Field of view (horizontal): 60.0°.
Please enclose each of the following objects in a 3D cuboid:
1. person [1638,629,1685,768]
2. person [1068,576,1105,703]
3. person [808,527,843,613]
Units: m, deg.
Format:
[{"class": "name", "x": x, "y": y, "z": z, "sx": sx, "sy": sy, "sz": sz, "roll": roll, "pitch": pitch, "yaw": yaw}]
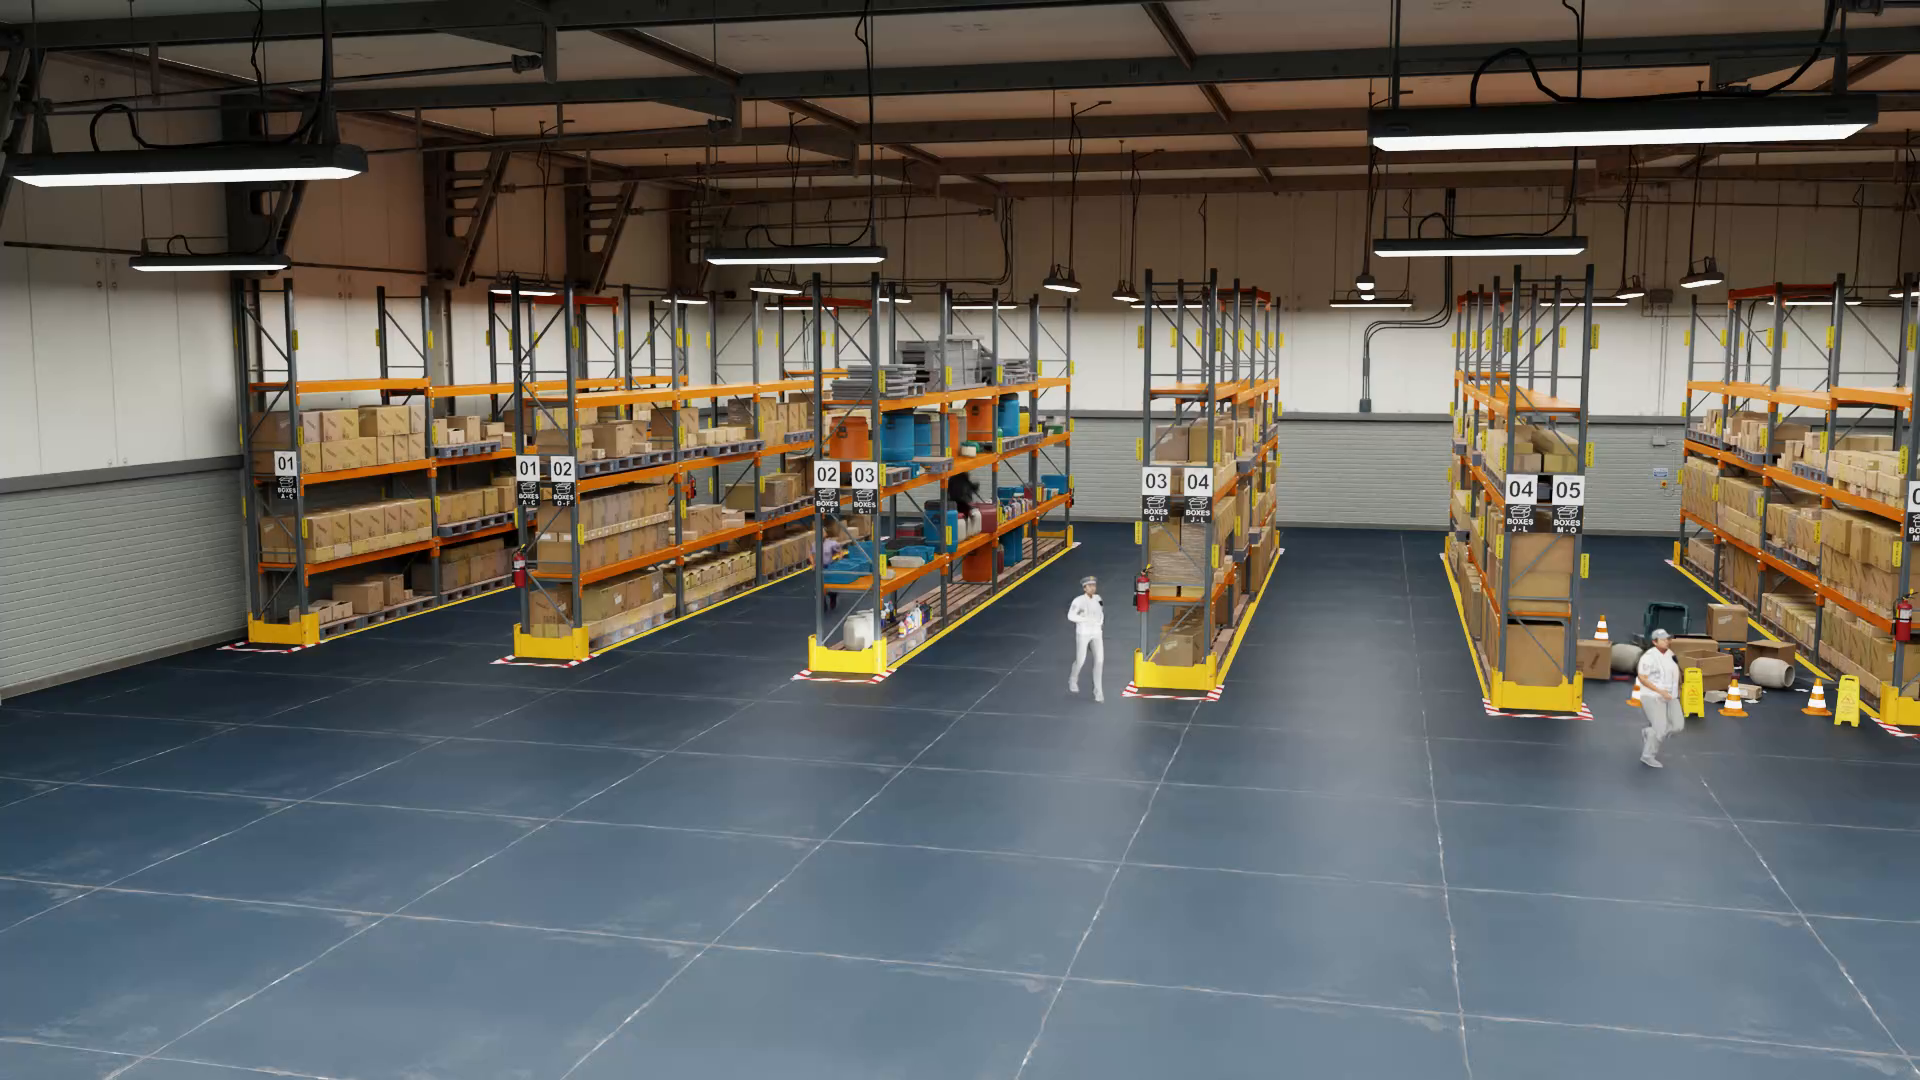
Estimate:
[{"class": "person", "x": 8.277, "y": 1.859, "z": 19.651, "sx": 0.614, "sy": 1.632, "sz": 0.533, "roll": -3, "pitch": 8, "yaw": -26}, {"class": "person", "x": 1.795, "y": 1.364, "z": 23.351, "sx": 0.613, "sy": 1.748, "sz": 0.764, "roll": -2, "pitch": 7, "yaw": -18}, {"class": "person", "x": -2.479, "y": 0.559, "z": 30.530, "sx": 0.640, "sy": 1.606, "sz": 0.571, "roll": 1, "pitch": 7, "yaw": 11}]
